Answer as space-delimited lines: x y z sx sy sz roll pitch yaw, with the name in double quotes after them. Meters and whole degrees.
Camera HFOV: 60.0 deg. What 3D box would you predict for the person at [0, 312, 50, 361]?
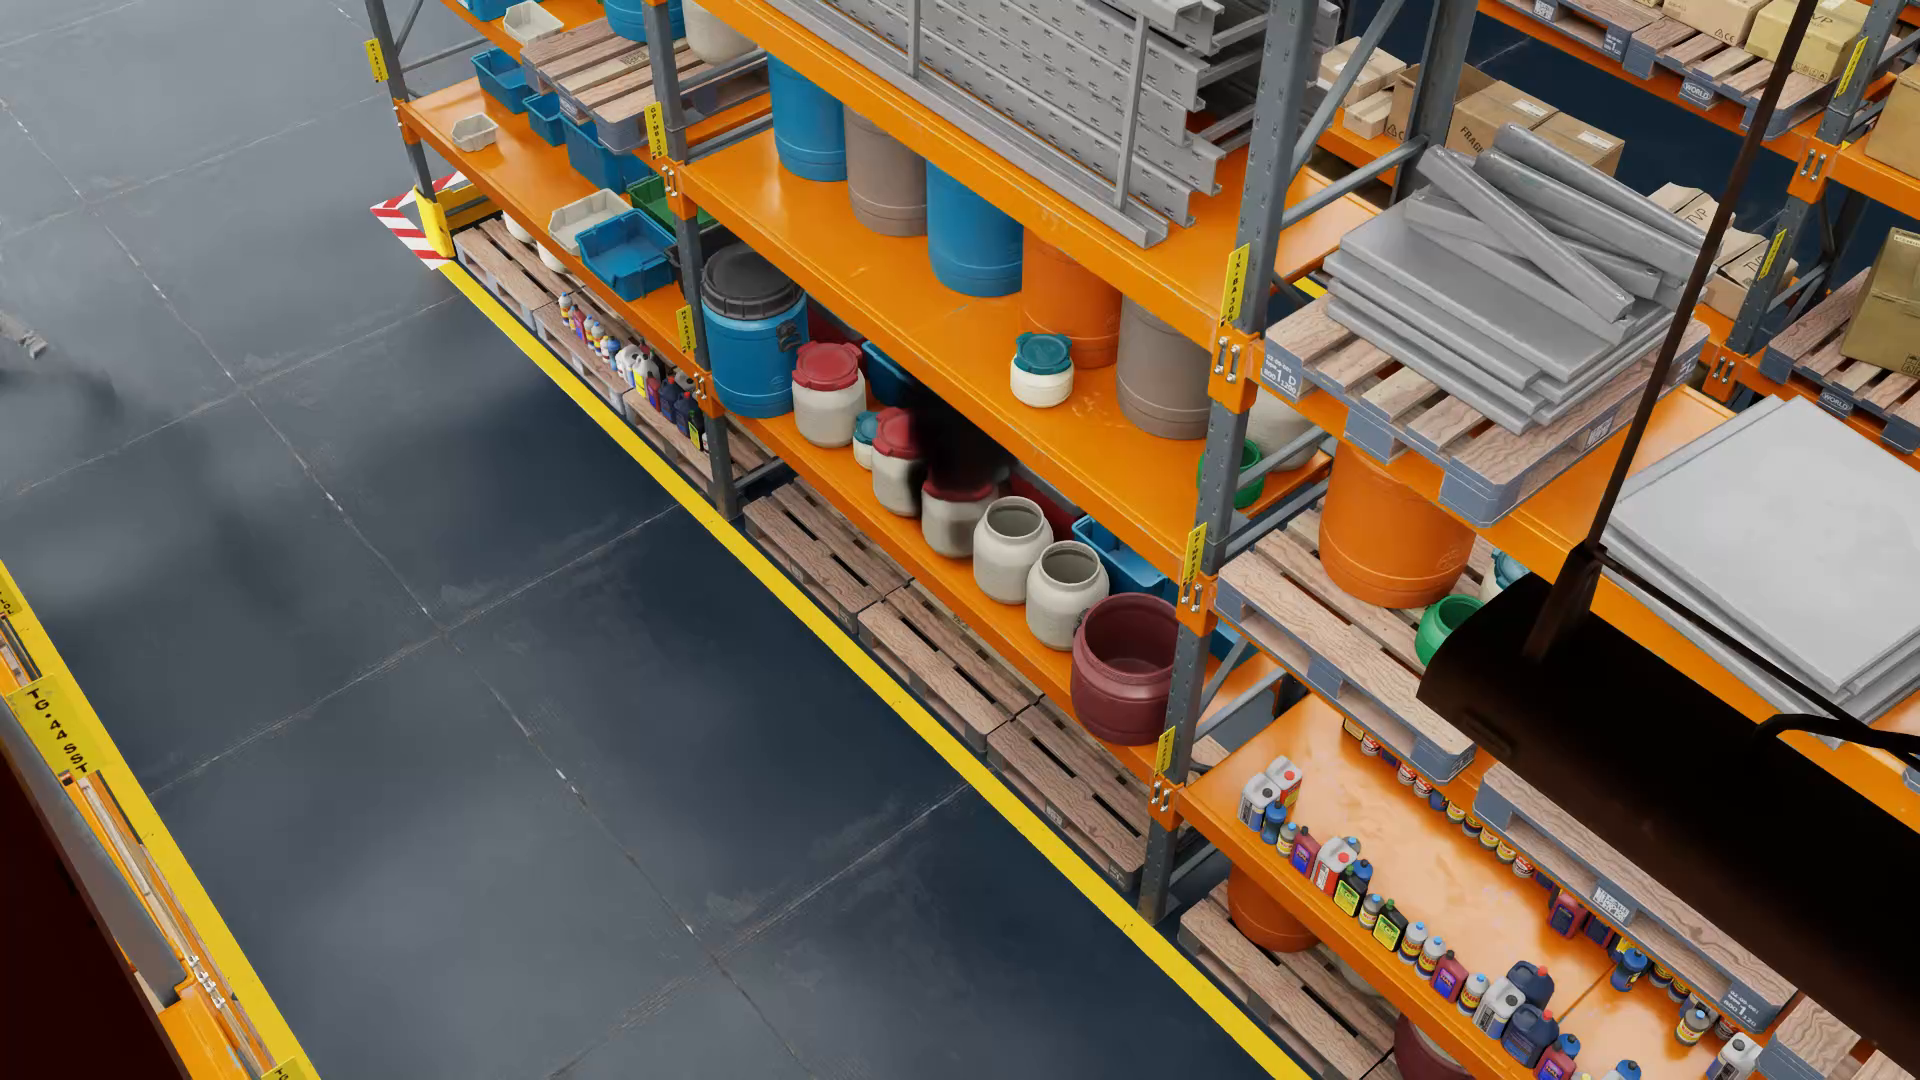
-6.955 -1.774 11.485 0.862 1.760 0.689 11 48 10 "person"
